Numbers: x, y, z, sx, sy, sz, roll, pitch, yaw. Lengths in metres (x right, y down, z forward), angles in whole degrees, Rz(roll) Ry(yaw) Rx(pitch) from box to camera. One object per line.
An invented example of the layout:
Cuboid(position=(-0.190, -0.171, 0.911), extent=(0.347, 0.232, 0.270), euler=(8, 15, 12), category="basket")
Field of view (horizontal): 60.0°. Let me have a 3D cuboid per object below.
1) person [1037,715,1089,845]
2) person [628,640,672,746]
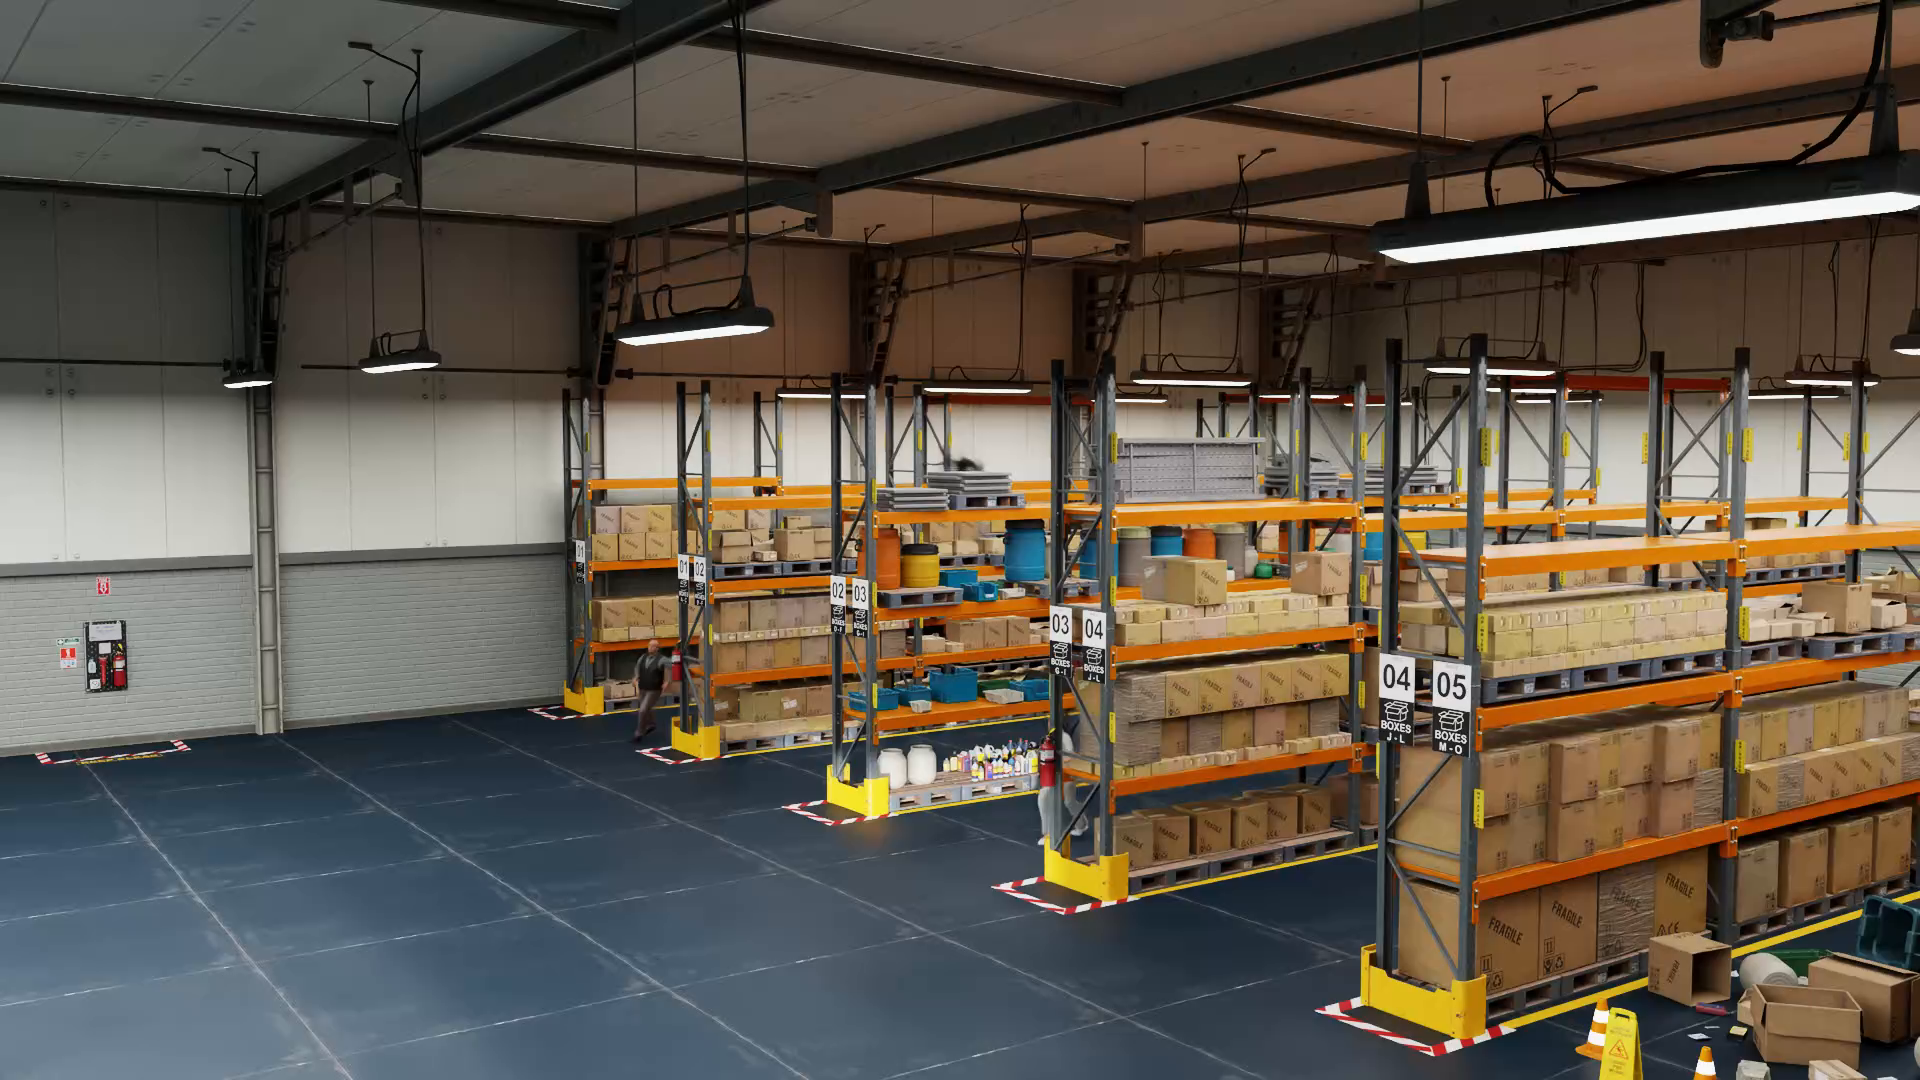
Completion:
Cuboid(position=(1.327, 2.995, 21.011), extent=(0.800, 1.696, 0.550), euler=(-3, 5, -38), category="person")
Cuboid(position=(-5.181, 2.534, 27.793), extent=(0.727, 1.742, 0.839), euler=(2, 4, 28), category="person")
